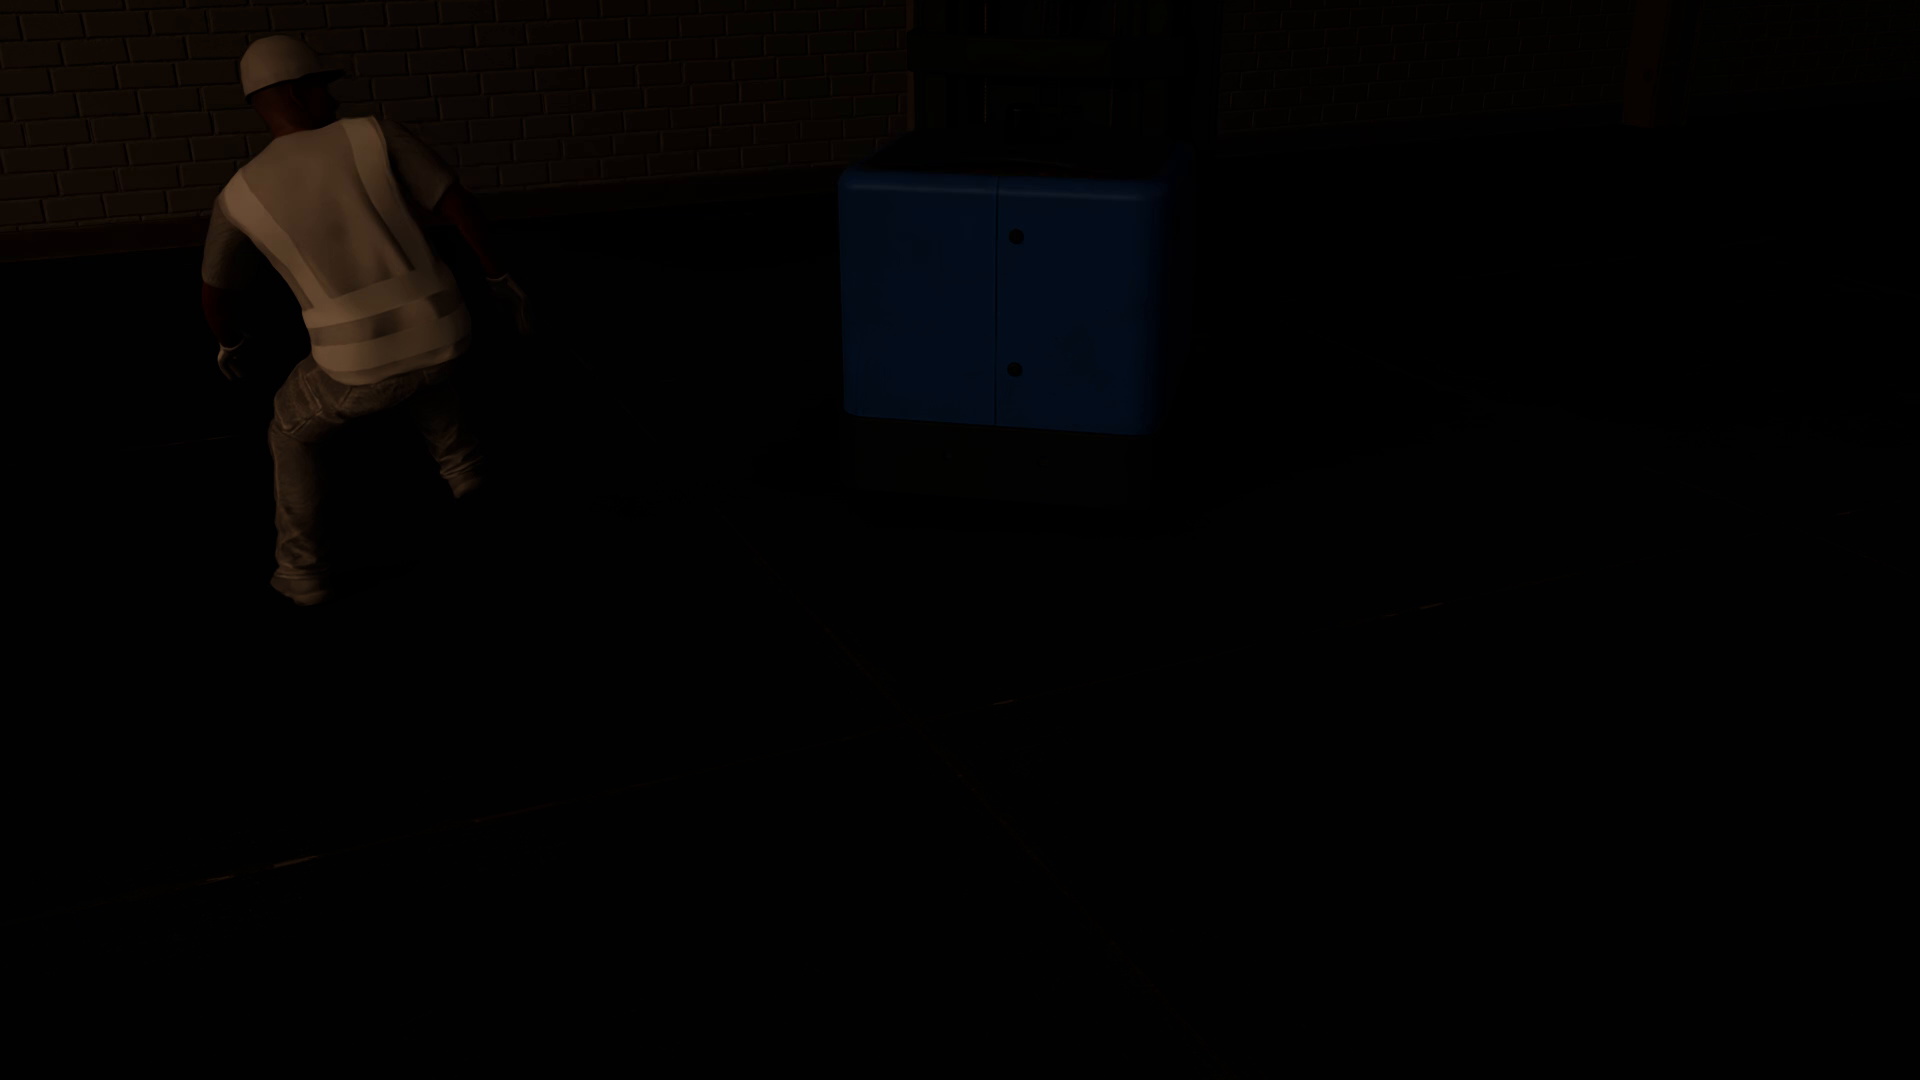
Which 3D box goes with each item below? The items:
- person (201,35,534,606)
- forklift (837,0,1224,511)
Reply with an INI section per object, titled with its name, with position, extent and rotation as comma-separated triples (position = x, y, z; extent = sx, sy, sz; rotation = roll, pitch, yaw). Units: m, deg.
[person]
position = -1.673, -0.628, 4.696
extent = 0.832, 1.533, 0.707
rotation = -13, 26, -28
[forklift]
position = 0.428, -1.979, 6.050
extent = 1.130, 2.935, 3.031
rotation = 5, 23, 11
